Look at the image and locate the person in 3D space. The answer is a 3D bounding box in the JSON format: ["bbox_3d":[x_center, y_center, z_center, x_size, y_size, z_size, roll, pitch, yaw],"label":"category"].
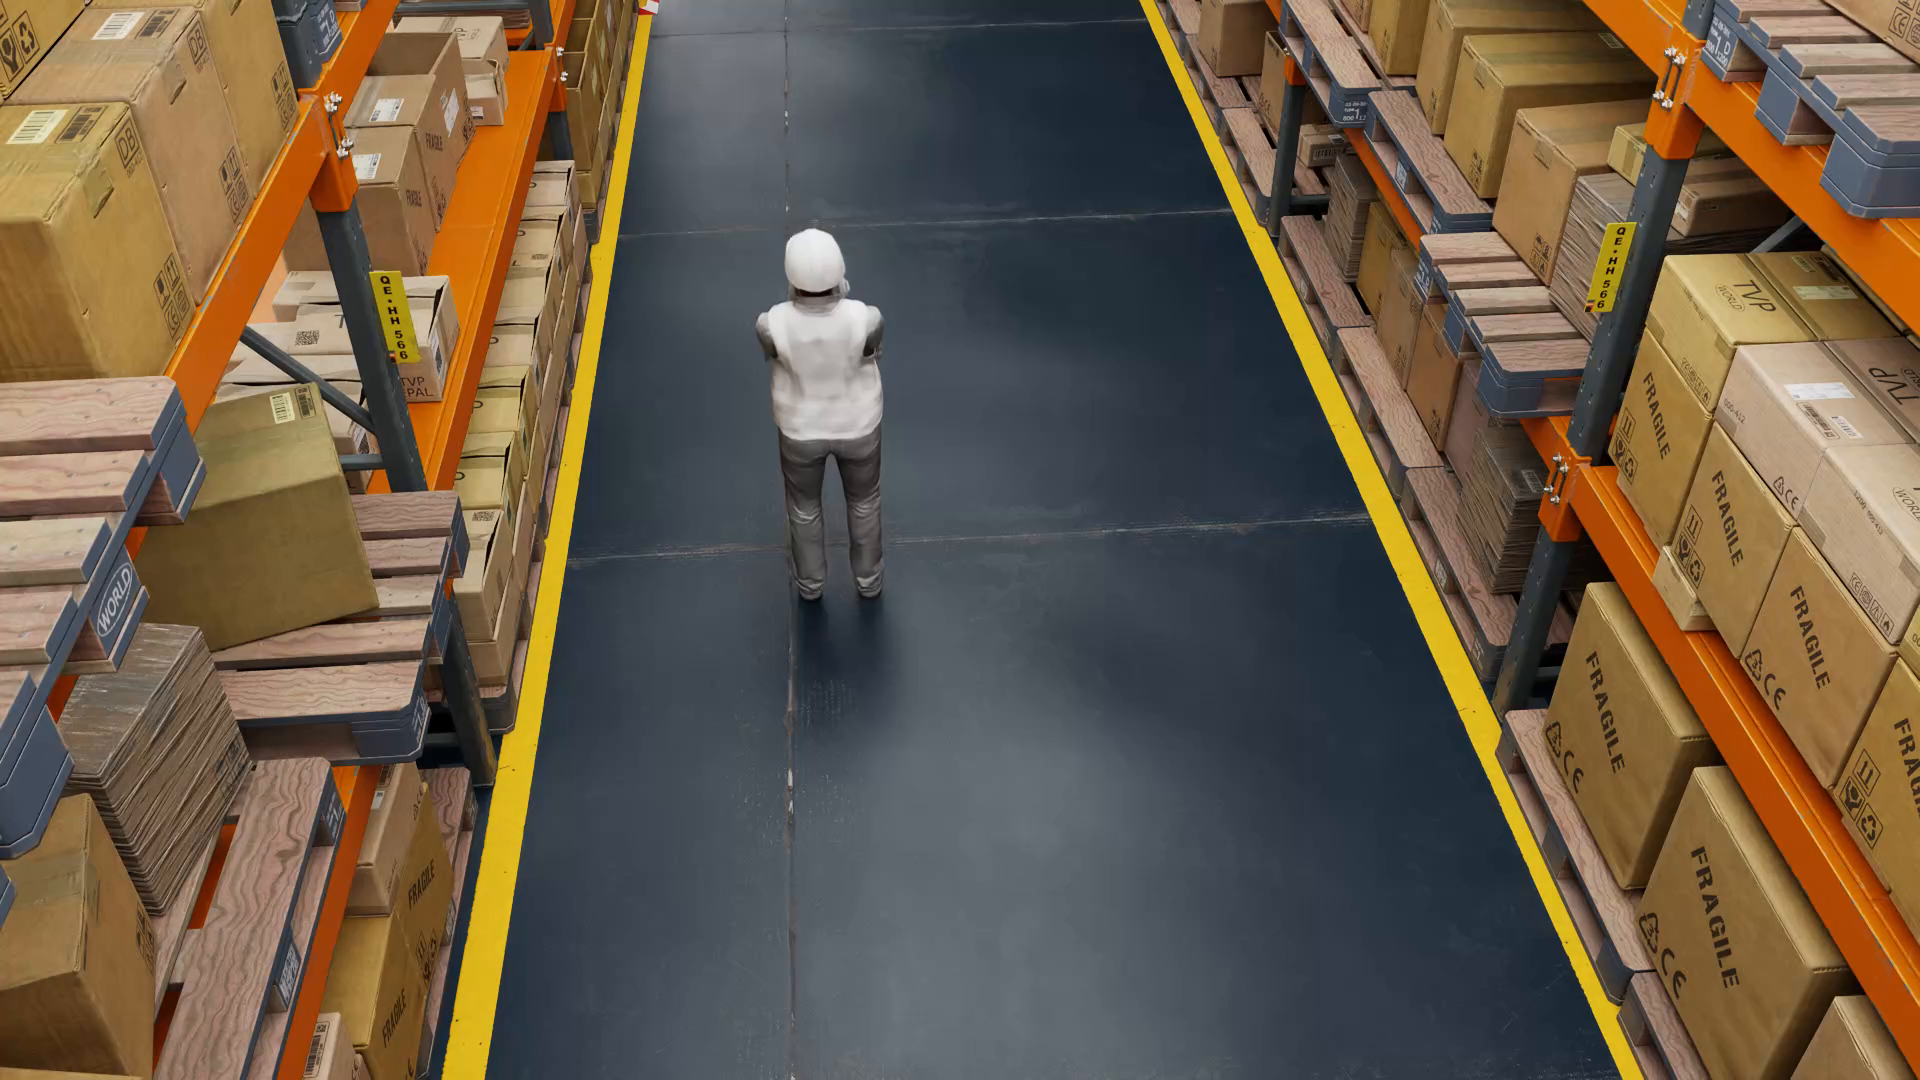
[{"bbox_3d":[-0.553,-0.544,6.811,0.499,1.768,0.553,-3,39,-4],"label":"person"}]
